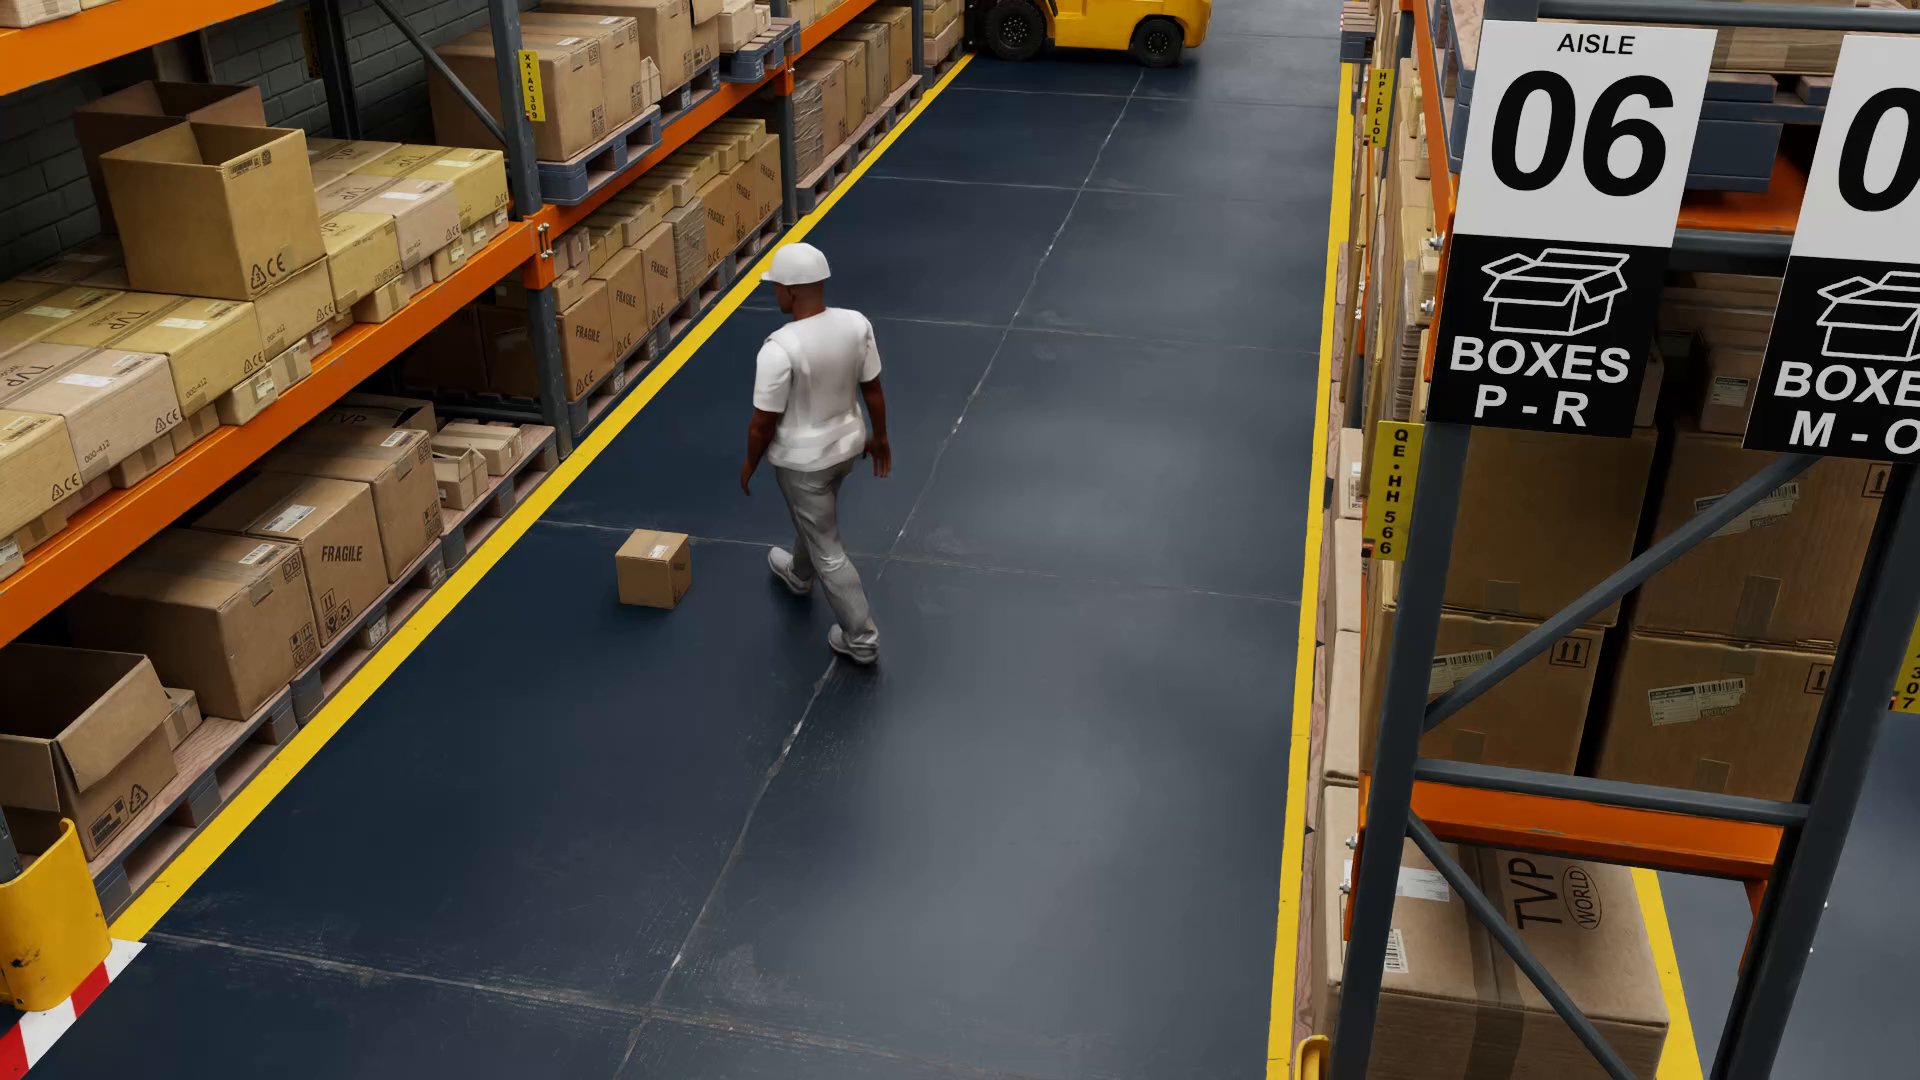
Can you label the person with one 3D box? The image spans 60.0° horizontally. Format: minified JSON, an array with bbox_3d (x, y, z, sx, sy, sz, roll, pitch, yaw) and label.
[{"bbox_3d":[-0.650,-0.397,6.810,0.937,1.726,0.613,23,36,35],"label":"person"}]
